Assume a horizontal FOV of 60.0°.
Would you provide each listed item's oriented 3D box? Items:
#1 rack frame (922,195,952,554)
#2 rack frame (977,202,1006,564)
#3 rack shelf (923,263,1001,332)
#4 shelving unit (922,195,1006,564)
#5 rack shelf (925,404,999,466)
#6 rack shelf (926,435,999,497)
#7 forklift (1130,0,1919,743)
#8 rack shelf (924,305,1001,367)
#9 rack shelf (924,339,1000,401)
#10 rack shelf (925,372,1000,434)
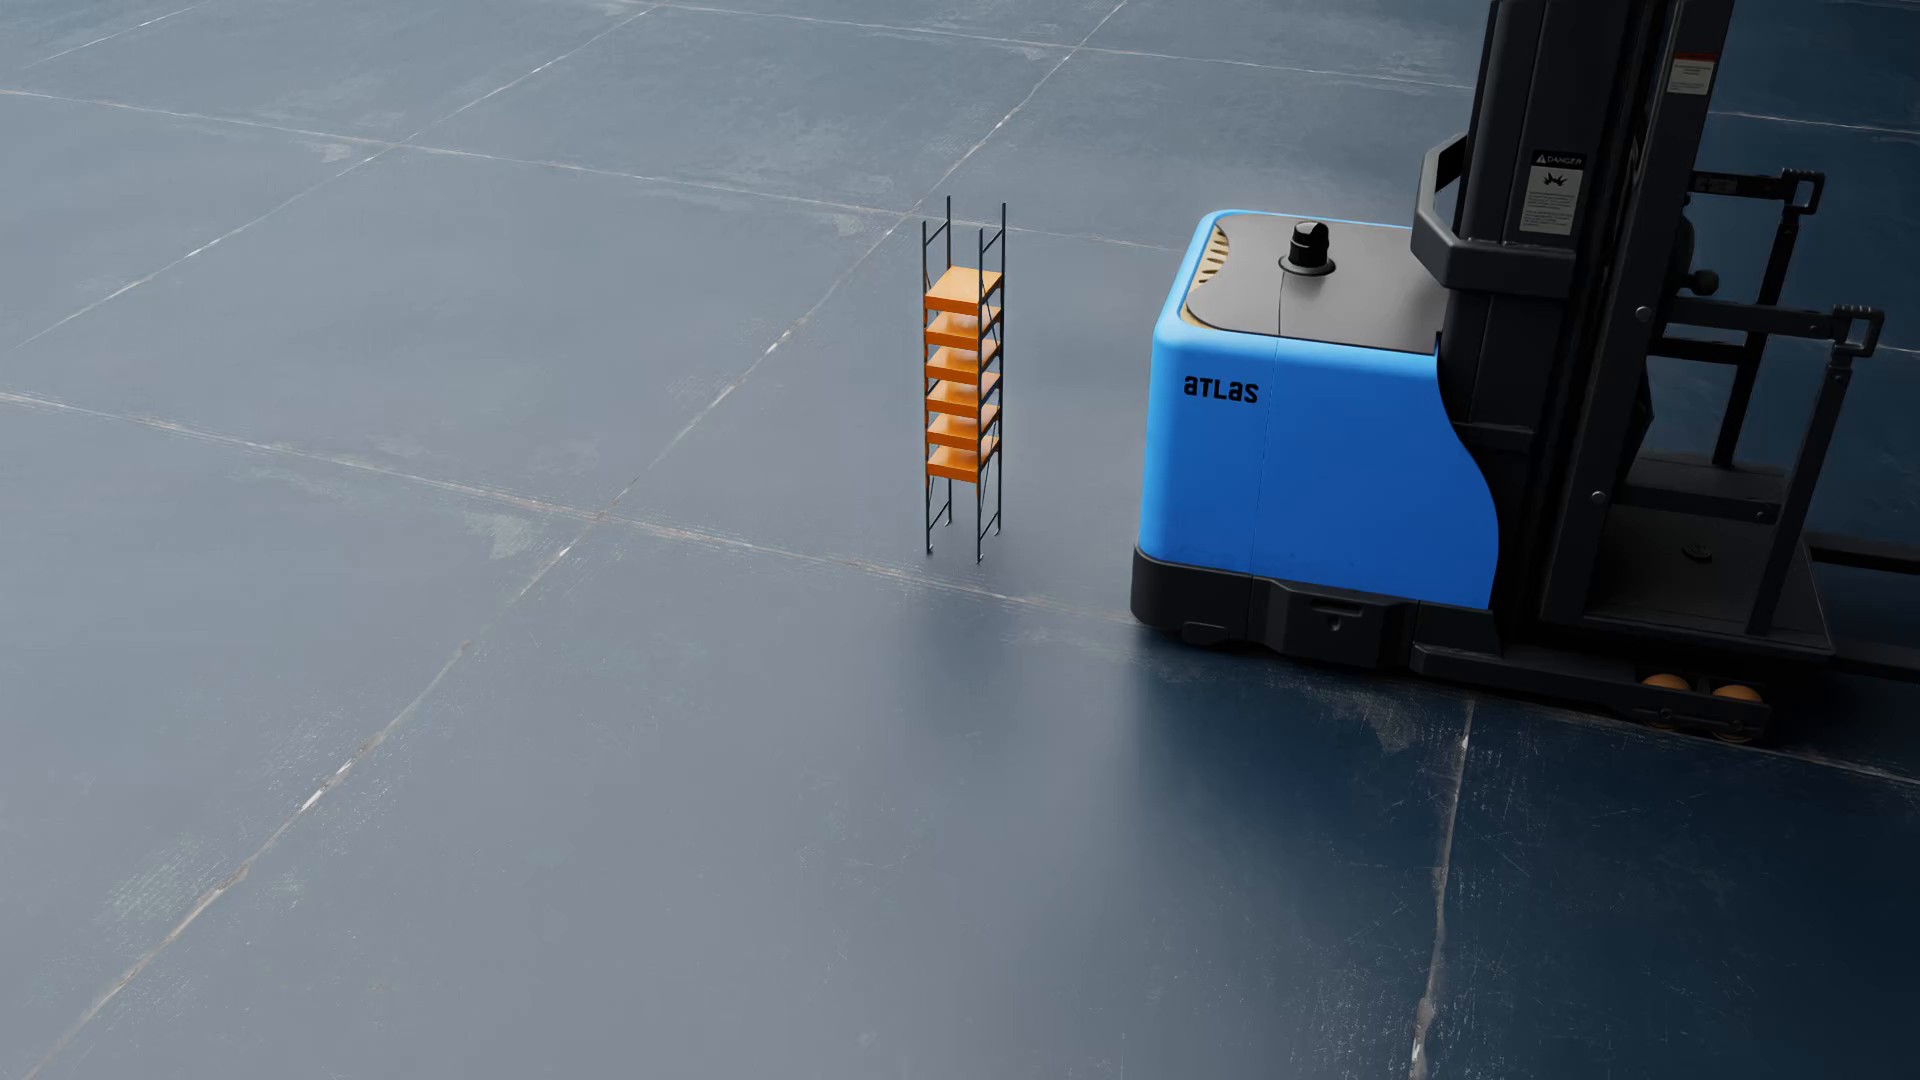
[{"bbox_3d":[-0.073,-0.518,5.446,0.006,1.200,0.240,11,34,16],"label":"rack frame"},{"bbox_3d":[0.100,-0.485,5.395,0.006,1.200,0.240,11,34,16],"label":"rack frame"},{"bbox_3d":[0.014,-0.767,5.249,0.180,0.103,0.258,11,34,16],"label":"rack shelf"},{"bbox_3d":[0.014,-0.501,5.420,0.189,1.200,0.258,11,34,16],"label":"shelving unit"},{"bbox_3d":[0.014,-0.363,5.510,0.180,0.103,0.258,11,34,16],"label":"rack shelf"},{"bbox_3d":[0.014,-0.262,5.575,0.180,0.103,0.258,11,34,16],"label":"rack shelf"},{"bbox_3d":[2.116,-0.964,4.540,3.031,2.935,1.130,9,34,13],"label":"forklift"},{"bbox_3d":[0.014,-0.666,5.314,0.180,0.103,0.258,11,34,16],"label":"rack shelf"},{"bbox_3d":[0.014,-0.565,5.379,0.180,0.103,0.258,11,34,16],"label":"rack shelf"},{"bbox_3d":[0.014,-0.464,5.445,0.180,0.103,0.258,11,34,16],"label":"rack shelf"}]
